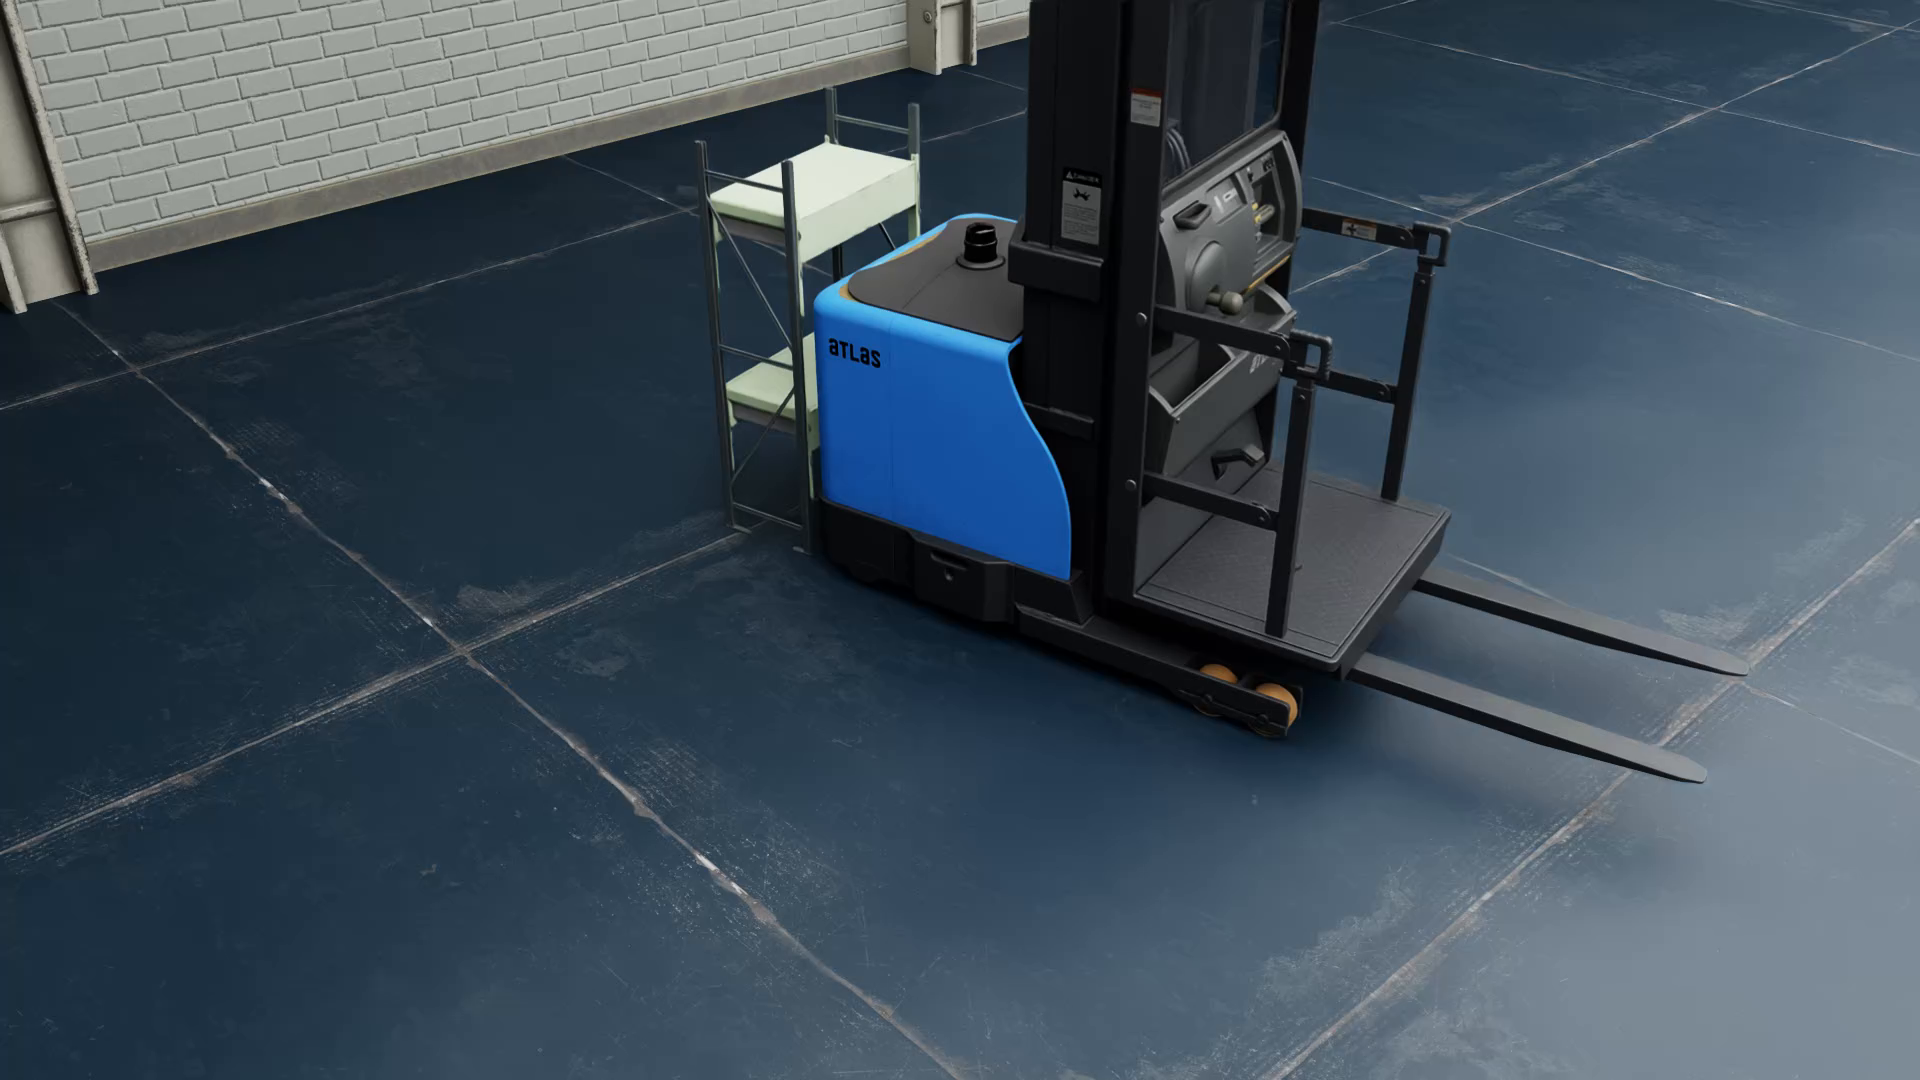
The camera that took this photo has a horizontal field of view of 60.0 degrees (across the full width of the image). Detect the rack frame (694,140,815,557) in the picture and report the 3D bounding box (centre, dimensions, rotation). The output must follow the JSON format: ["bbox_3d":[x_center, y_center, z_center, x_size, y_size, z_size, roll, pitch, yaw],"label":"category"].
[{"bbox_3d":[-0.713,-0.637,5.854,0.400,1.500,0.023,18,36,27],"label":"rack frame"}]

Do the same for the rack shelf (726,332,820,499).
[{"bbox_3d":[-0.516,-0.520,6.287,0.431,0.370,0.720,18,36,27],"label":"rack shelf"}]

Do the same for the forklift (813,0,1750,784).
[{"bbox_3d":[1.009,-0.947,4.989,3.031,2.935,1.130,19,36,27],"label":"forklift"}]

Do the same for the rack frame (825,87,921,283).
[{"bbox_3d":[-0.318,-0.959,6.380,0.400,1.500,0.023,18,36,27],"label":"rack frame"}]

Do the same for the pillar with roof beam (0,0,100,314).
[{"bbox_3d":[-1.599,-3.413,3.206,0.400,9.000,9.100,-26,40,-35],"label":"pillar with roof beam"}]

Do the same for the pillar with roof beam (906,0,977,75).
[{"bbox_3d":[2.801,-5.541,6.686,0.400,9.000,9.100,-26,40,-35],"label":"pillar with roof beam"}]

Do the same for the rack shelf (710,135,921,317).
[{"bbox_3d":[-0.516,-1.131,5.914,0.431,0.370,0.720,18,36,27],"label":"rack shelf"}]

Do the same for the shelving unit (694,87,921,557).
[{"bbox_3d":[-0.516,-0.798,6.117,0.431,1.500,0.755,18,36,27],"label":"shelving unit"}]
